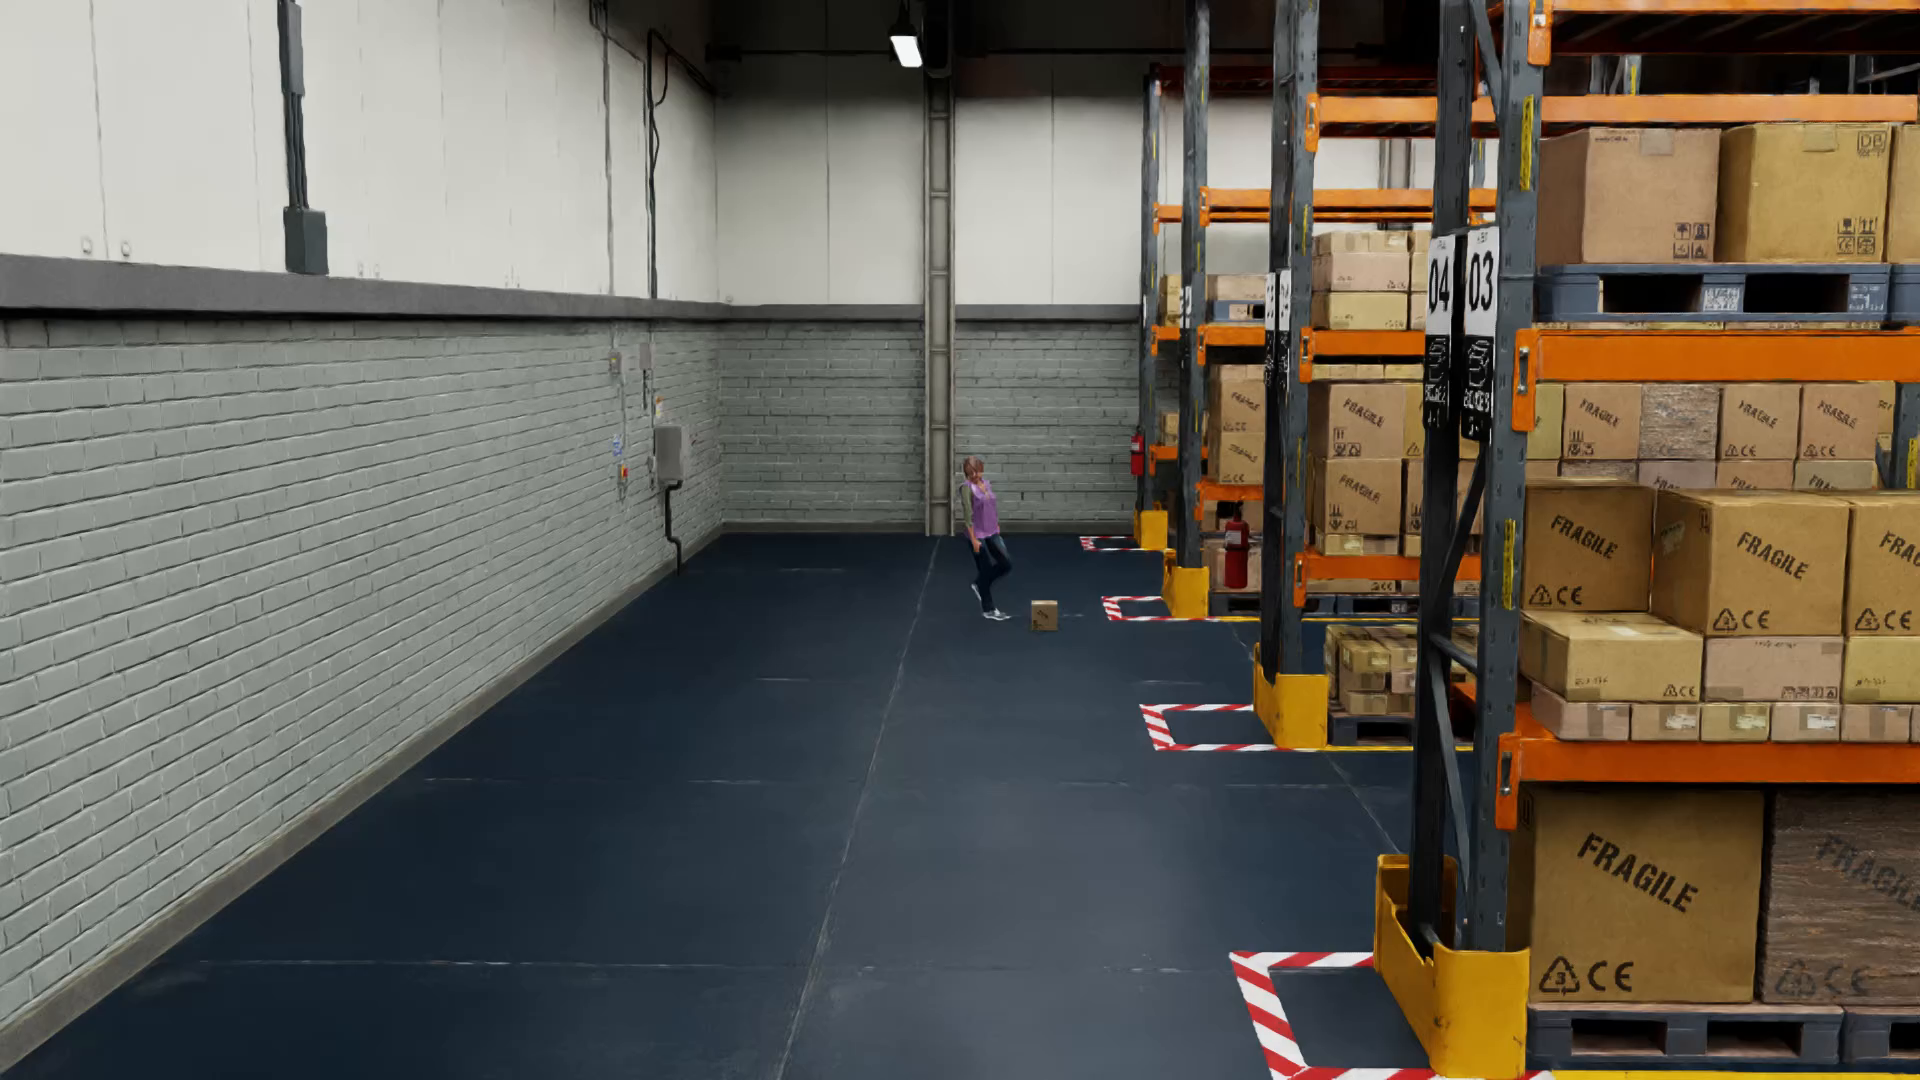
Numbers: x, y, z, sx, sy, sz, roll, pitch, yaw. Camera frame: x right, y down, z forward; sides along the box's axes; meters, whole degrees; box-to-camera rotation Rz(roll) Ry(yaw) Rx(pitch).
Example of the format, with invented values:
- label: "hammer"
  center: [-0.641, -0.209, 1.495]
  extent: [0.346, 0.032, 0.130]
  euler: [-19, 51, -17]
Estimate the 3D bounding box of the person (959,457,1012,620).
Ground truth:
- label: "person"
  center: [0.219, -0.017, 16.007]
  extent: [0.483, 1.576, 0.452]
  euler: [6, 10, 41]
